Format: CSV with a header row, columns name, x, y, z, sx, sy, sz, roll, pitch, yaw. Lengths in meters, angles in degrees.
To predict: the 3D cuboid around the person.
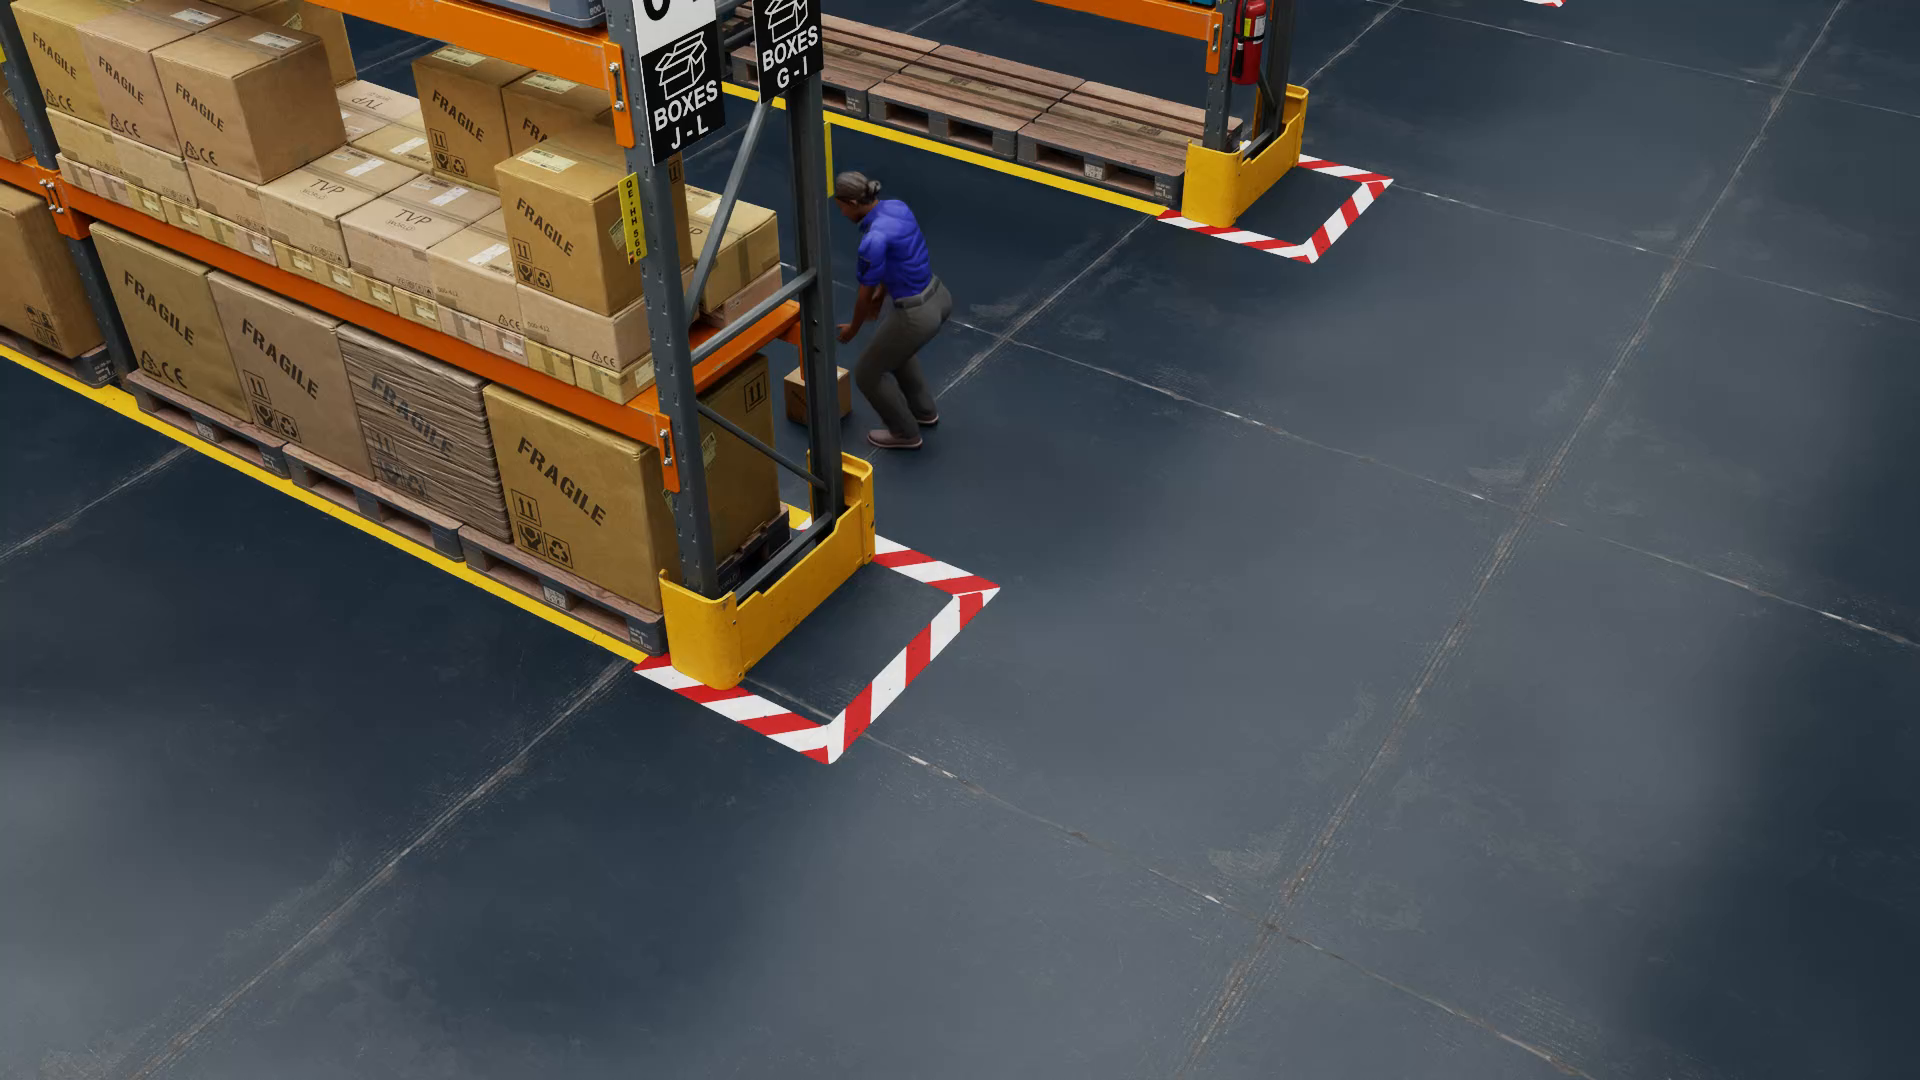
name,x,y,z,sx,sy,sz,roll,pitch,yaw
person,-0.338,-1.125,8.255,0.556,1.465,0.490,12,40,15
